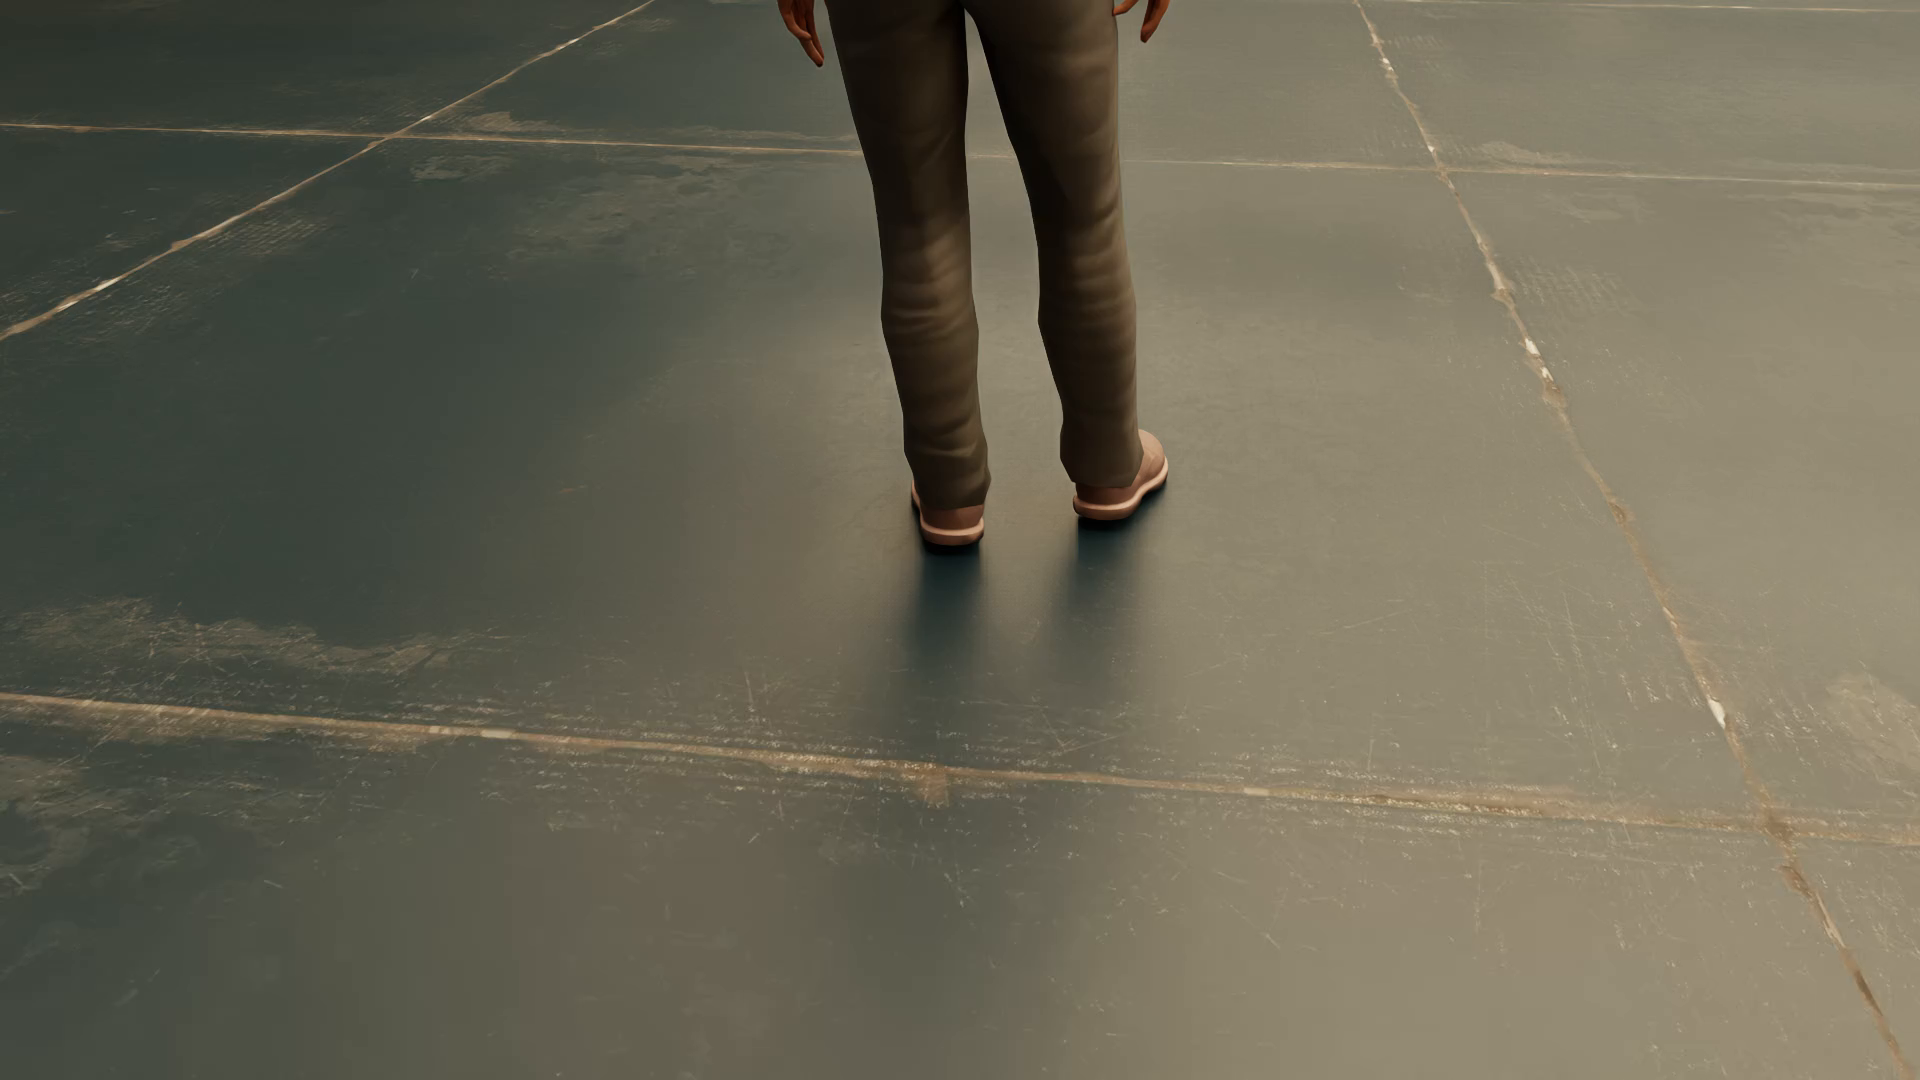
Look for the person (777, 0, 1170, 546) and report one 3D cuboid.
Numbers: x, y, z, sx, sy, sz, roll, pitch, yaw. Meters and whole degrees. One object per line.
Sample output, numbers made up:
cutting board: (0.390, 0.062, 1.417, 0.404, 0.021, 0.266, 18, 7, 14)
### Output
person: (0.033, -0.784, 2.203, 0.565, 1.654, 0.504, 3, 27, 7)
